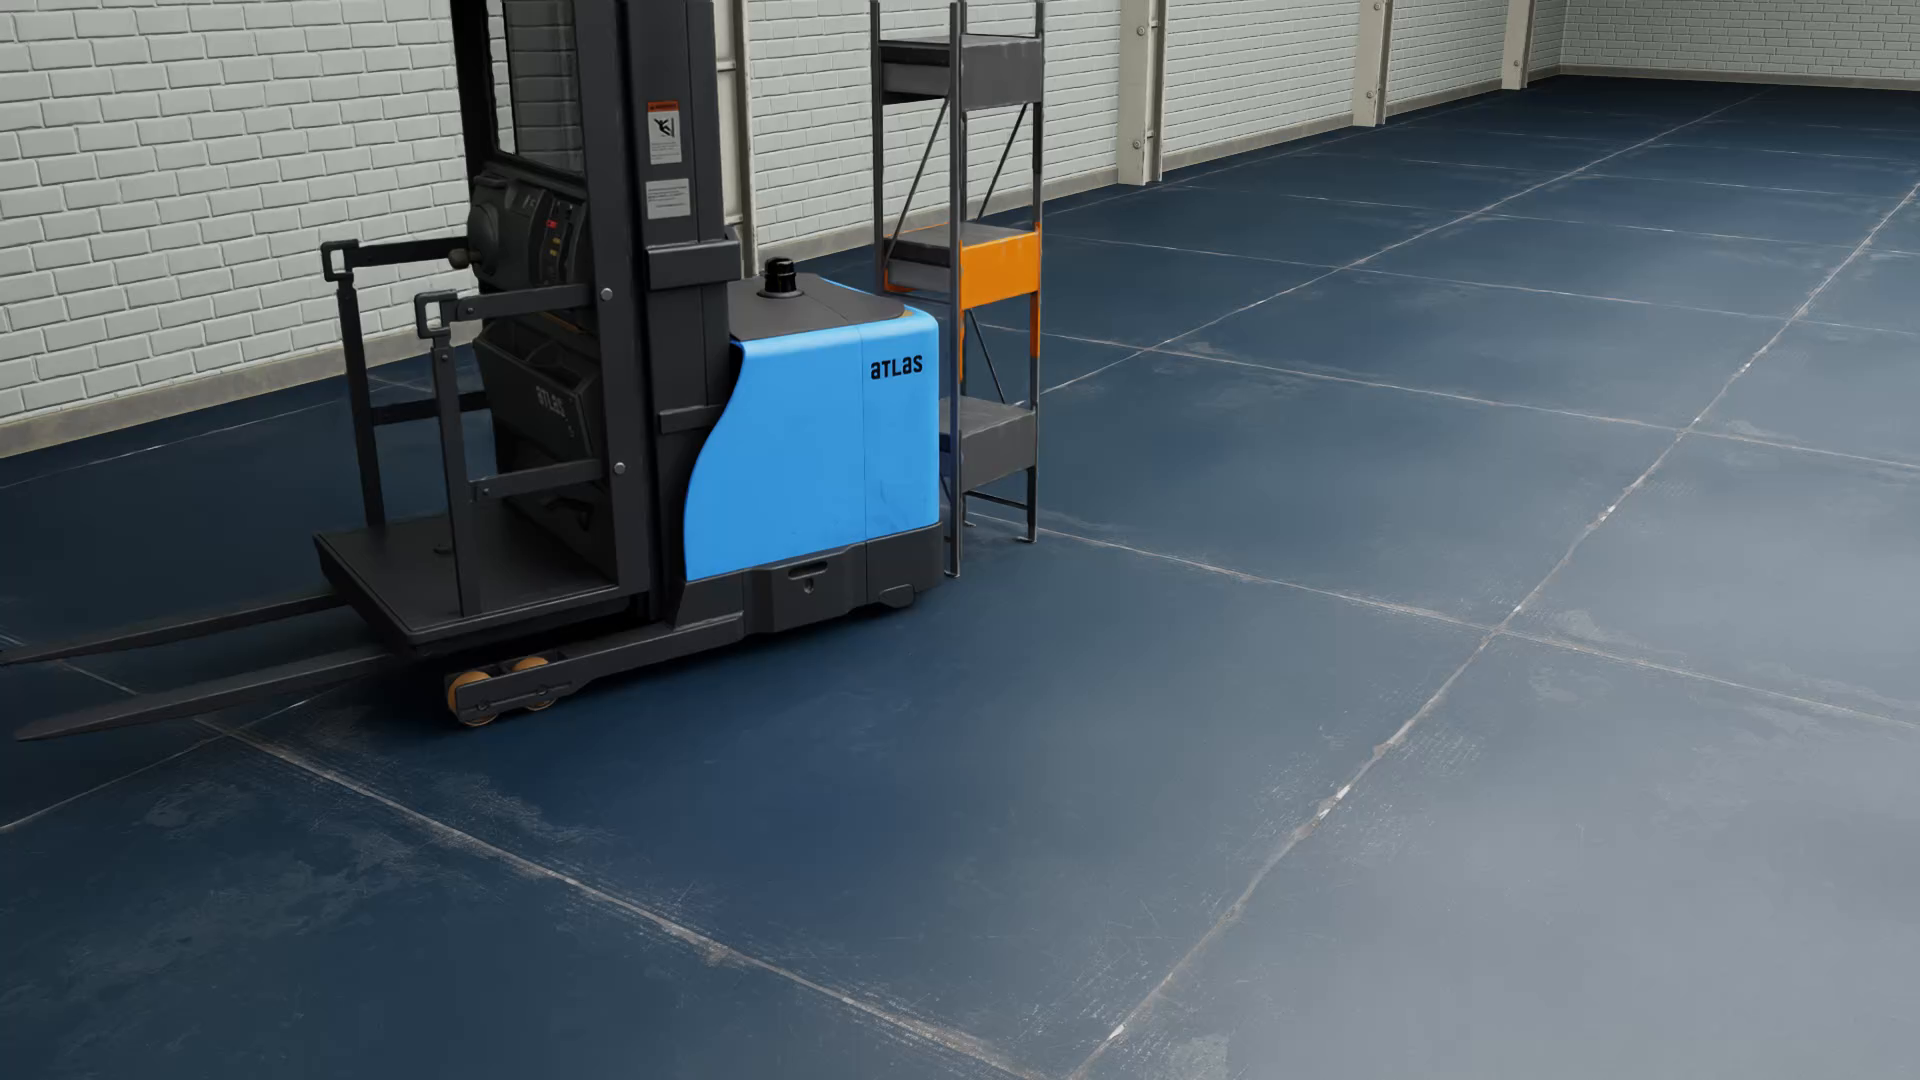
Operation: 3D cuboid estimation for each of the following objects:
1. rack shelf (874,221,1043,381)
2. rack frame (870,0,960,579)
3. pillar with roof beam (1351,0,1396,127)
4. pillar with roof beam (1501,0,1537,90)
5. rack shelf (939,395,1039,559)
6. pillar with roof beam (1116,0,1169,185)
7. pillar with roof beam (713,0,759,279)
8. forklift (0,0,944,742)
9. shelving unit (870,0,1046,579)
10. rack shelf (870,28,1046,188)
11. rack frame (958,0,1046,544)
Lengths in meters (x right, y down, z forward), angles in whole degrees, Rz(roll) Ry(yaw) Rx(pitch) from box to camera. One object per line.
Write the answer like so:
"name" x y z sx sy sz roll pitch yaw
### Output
"rack shelf" -0.004 -0.935 6.305 0.431 0.518 0.480 16 26 37
"rack frame" -0.159 -0.882 6.123 0.400 2.100 0.015 16 26 37
"pillar with roof beam" 8.671 -8.593 17.026 9.100 9.000 0.400 13 24 32
"pillar with roof beam" 12.044 -10.315 21.680 9.100 9.000 0.400 13 24 32
"rack shelf" -0.005 -0.278 6.548 0.431 0.518 0.480 16 26 37
"pillar with roof beam" 5.298 -6.872 12.372 9.100 9.000 0.400 13 24 32
"pillar with roof beam" 1.925 -5.150 7.718 9.100 9.000 0.400 13 24 32
"forklift" -1.564 -1.002 5.249 3.031 2.935 1.130 -13 24 -32
"shelving unit" -0.004 -0.948 6.300 0.431 2.100 0.503 16 26 37
"rack shelf" -0.004 -1.591 6.062 0.431 0.518 0.480 16 26 37
"rack frame" 0.150 -1.013 6.477 0.400 2.100 0.015 16 26 37
